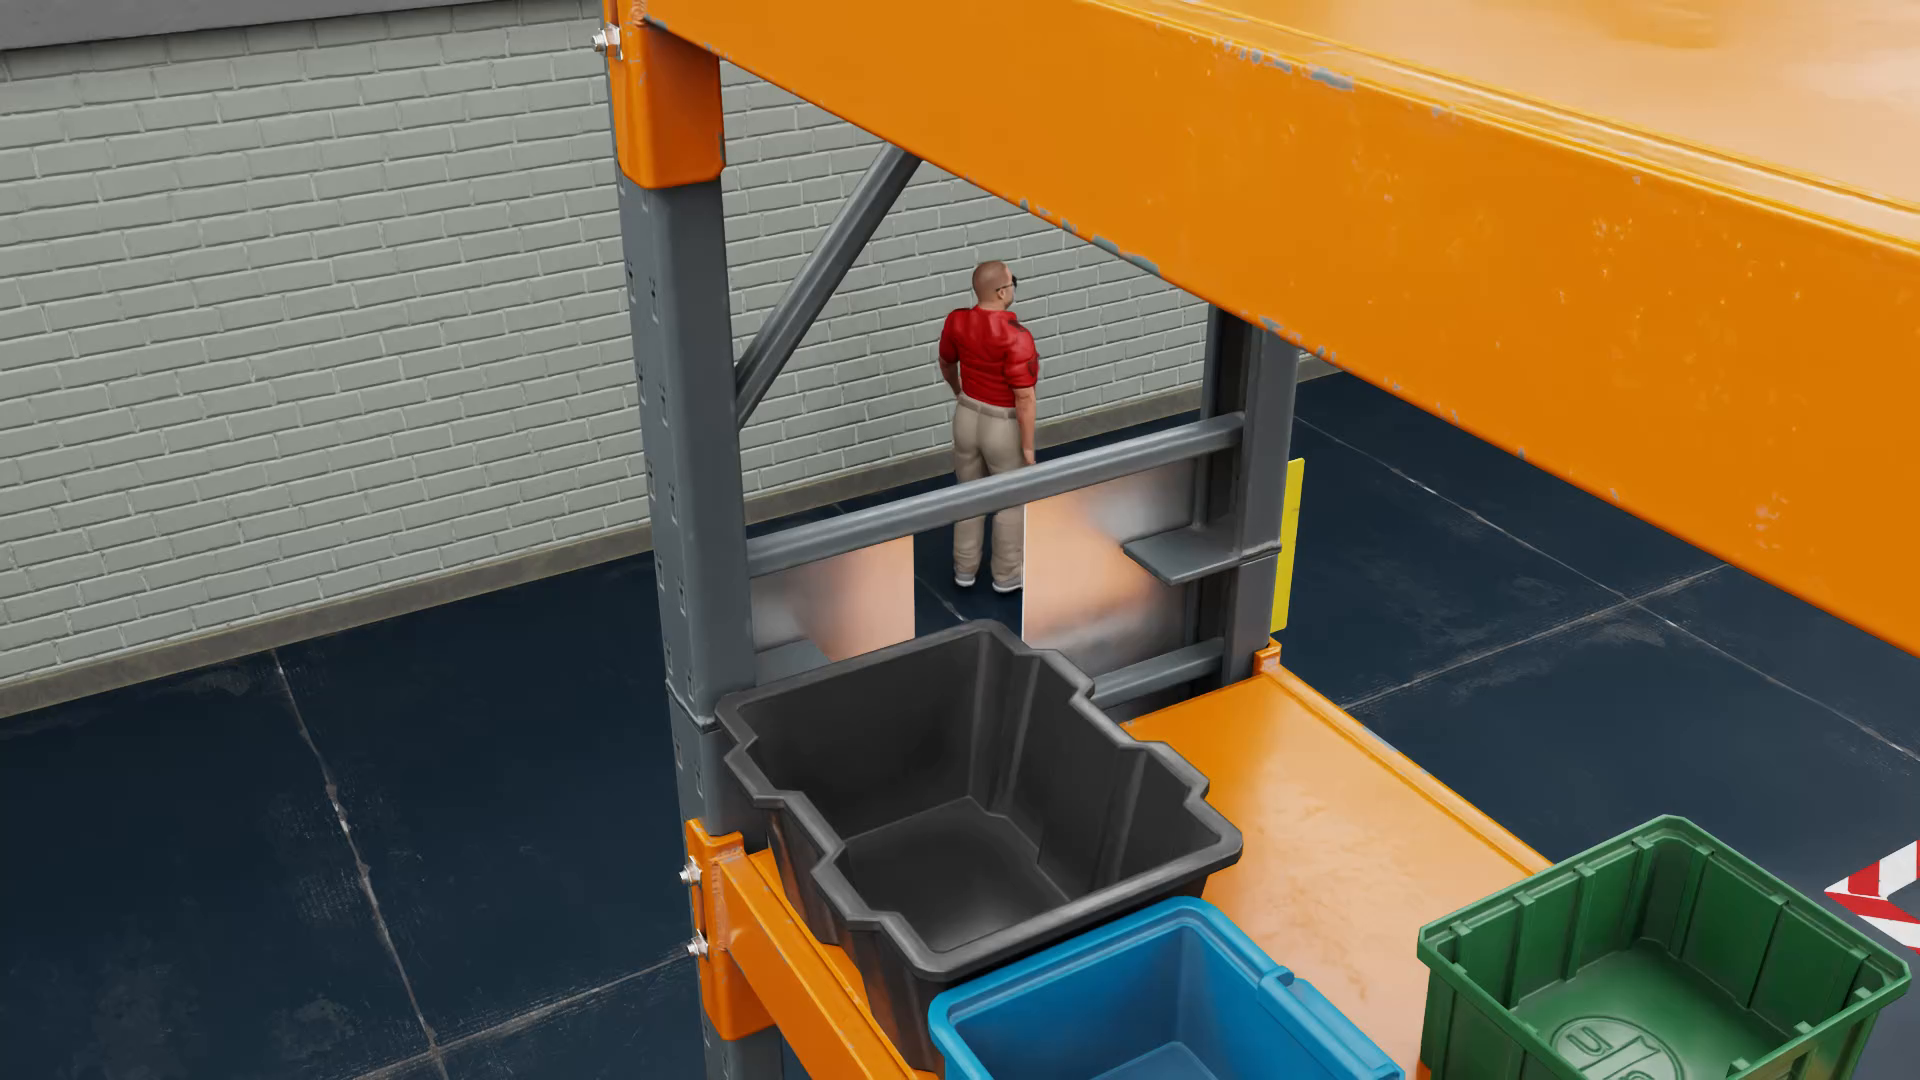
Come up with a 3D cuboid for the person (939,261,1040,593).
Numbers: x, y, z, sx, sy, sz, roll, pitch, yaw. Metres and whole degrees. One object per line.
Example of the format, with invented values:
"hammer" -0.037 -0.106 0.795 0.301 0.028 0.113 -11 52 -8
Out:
"person" 0.160 -0.570 8.138 0.701 1.738 0.467 21 35 33
